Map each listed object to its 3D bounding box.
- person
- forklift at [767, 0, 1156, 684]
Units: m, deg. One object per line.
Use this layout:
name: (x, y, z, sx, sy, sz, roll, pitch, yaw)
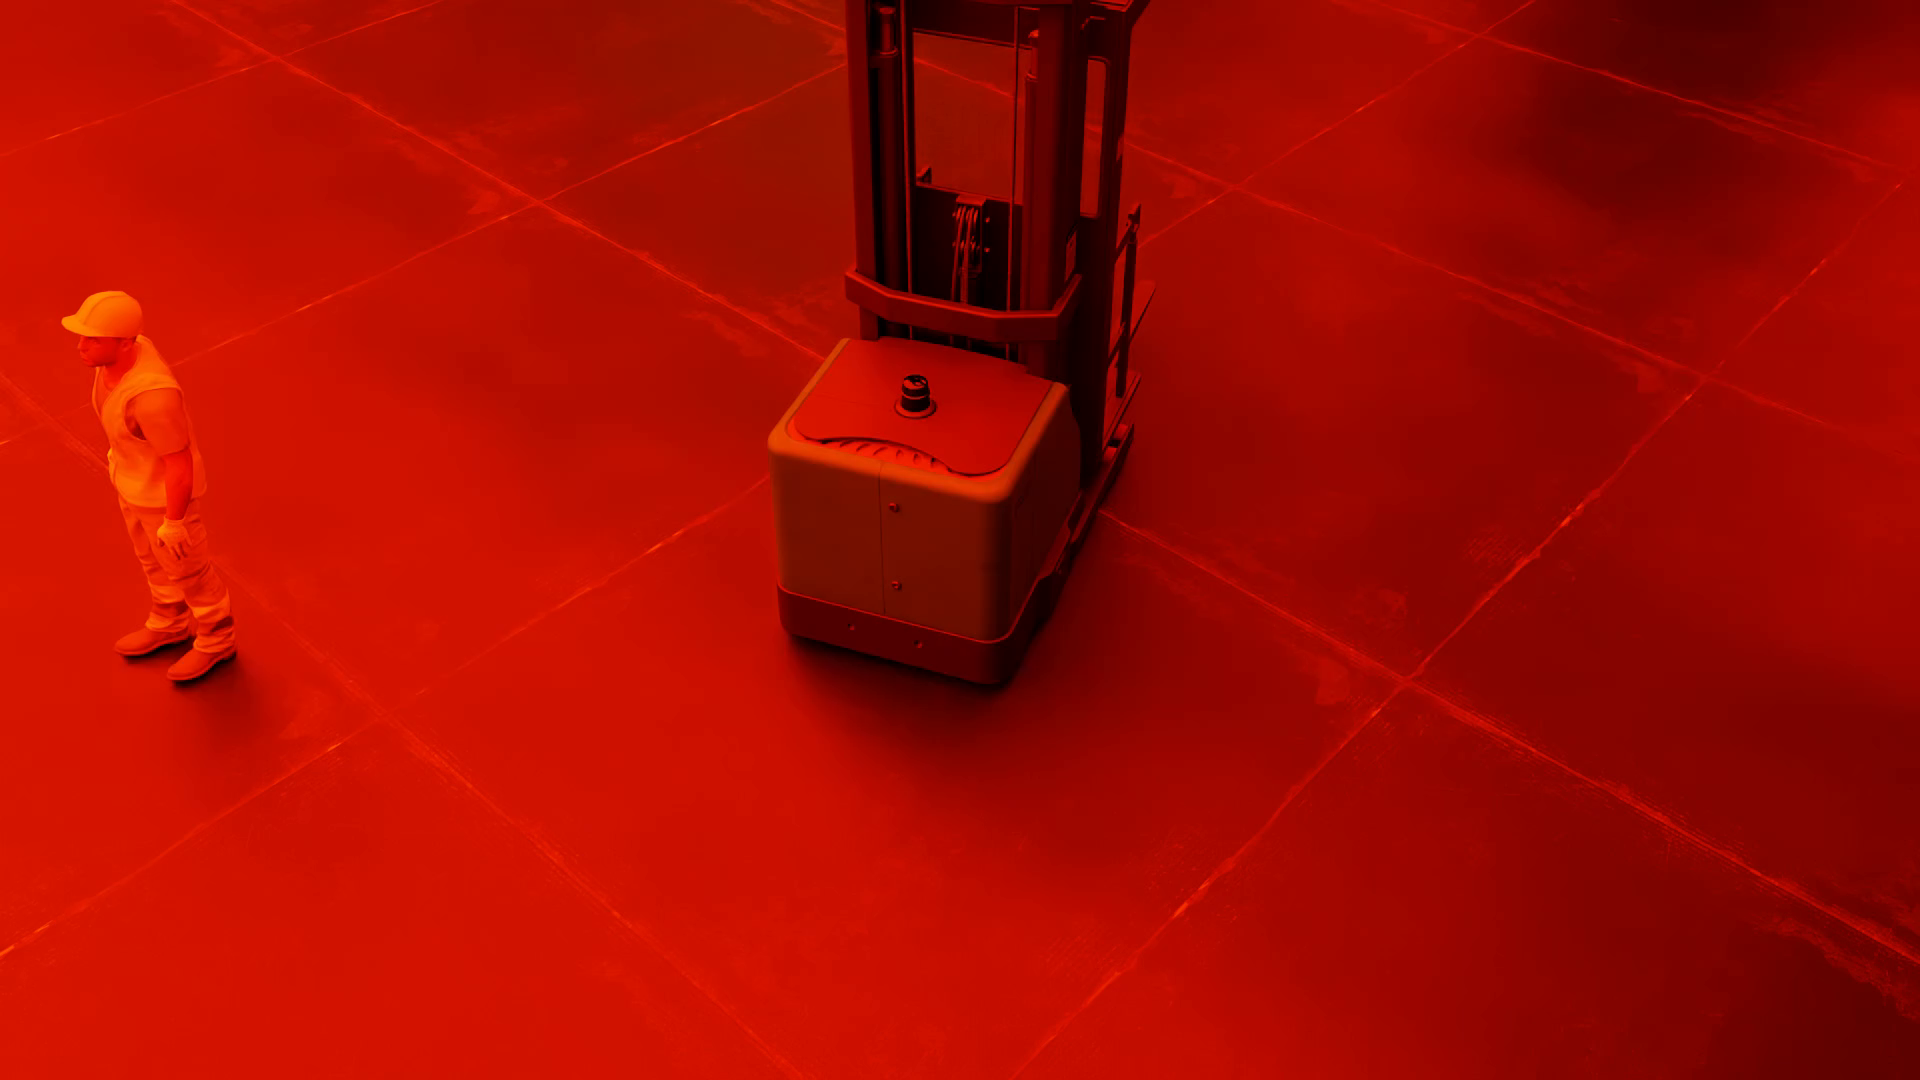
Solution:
person: (-3.213, -0.172, 6.495, 0.564, 1.787, 0.638, -28, 48, -29)
forklift: (0.211, -1.484, 7.158, 1.130, 2.935, 3.031, 14, 42, 15)
